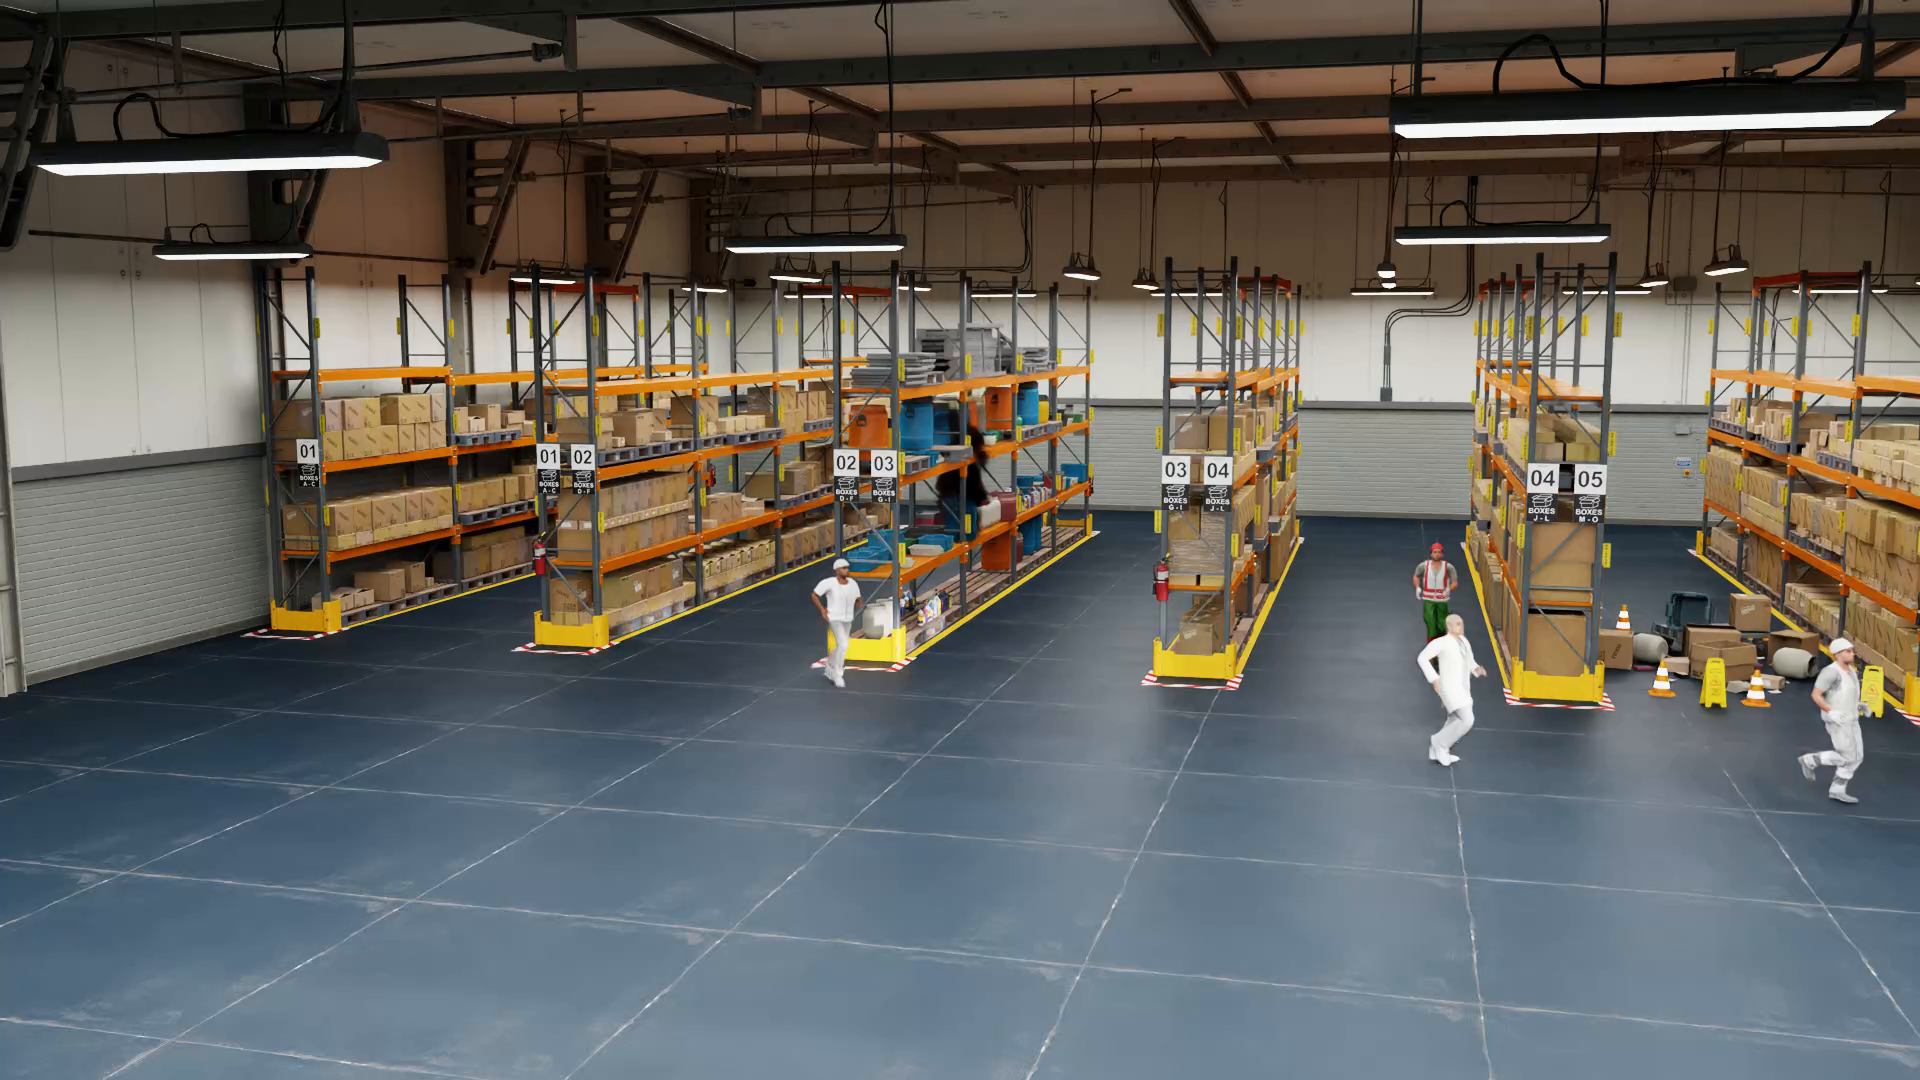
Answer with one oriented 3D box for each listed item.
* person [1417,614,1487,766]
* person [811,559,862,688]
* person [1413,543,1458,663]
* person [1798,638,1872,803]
[{"bbox_3d":[5.682,1.721,19.008,0.691,1.740,0.692,-6,10,-41],"label":"person"},{"bbox_3d":[-1.675,1.165,23.528,0.676,1.816,0.695,-7,10,-43],"label":"person"},{"bbox_3d":[7.209,0.926,25.252,0.663,1.778,0.802,2,8,16],"label":"person"},{"bbox_3d":[9.335,1.903,17.738,0.658,1.740,0.606,-5,9,-35],"label":"person"}]
